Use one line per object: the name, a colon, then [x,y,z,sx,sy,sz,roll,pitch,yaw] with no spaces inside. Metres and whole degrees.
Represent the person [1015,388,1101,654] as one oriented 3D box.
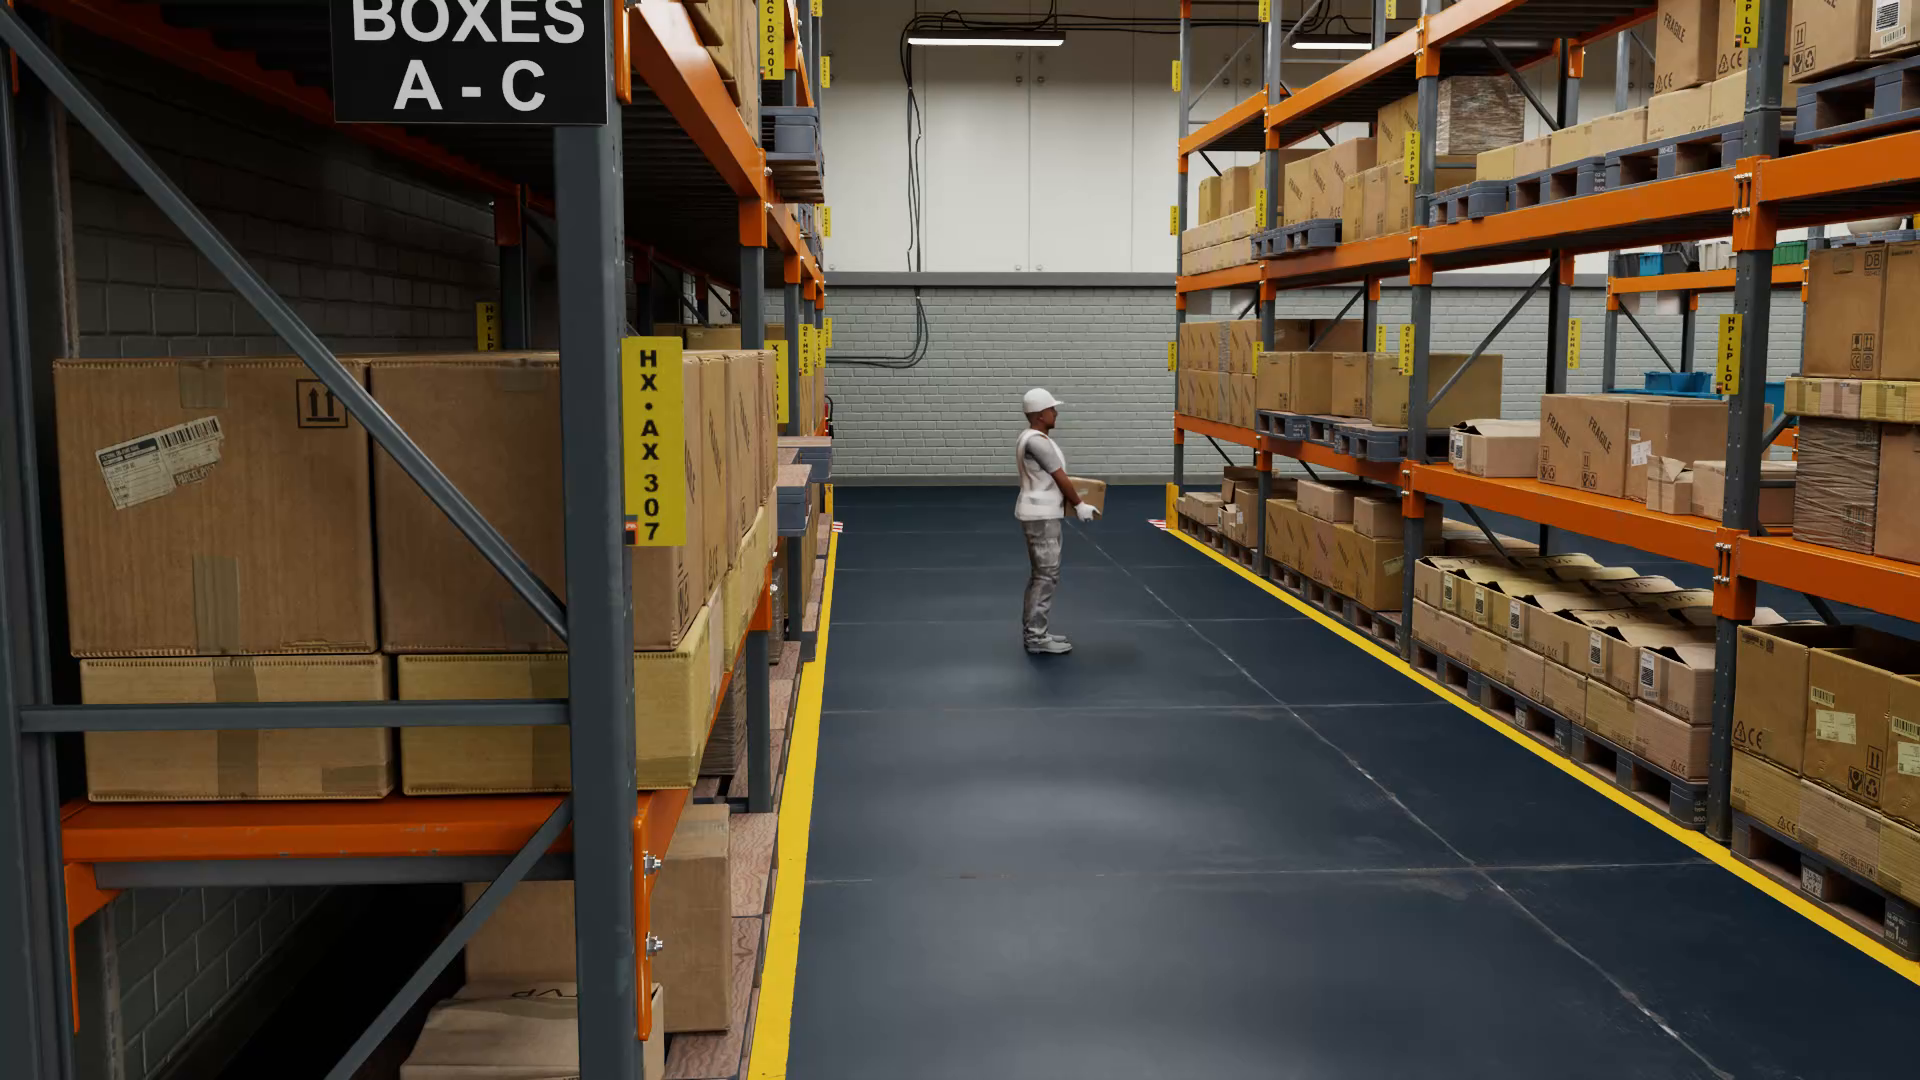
person: [0.659,-0.139,11.327,0.565,1.781,0.489,0,7,-3]
